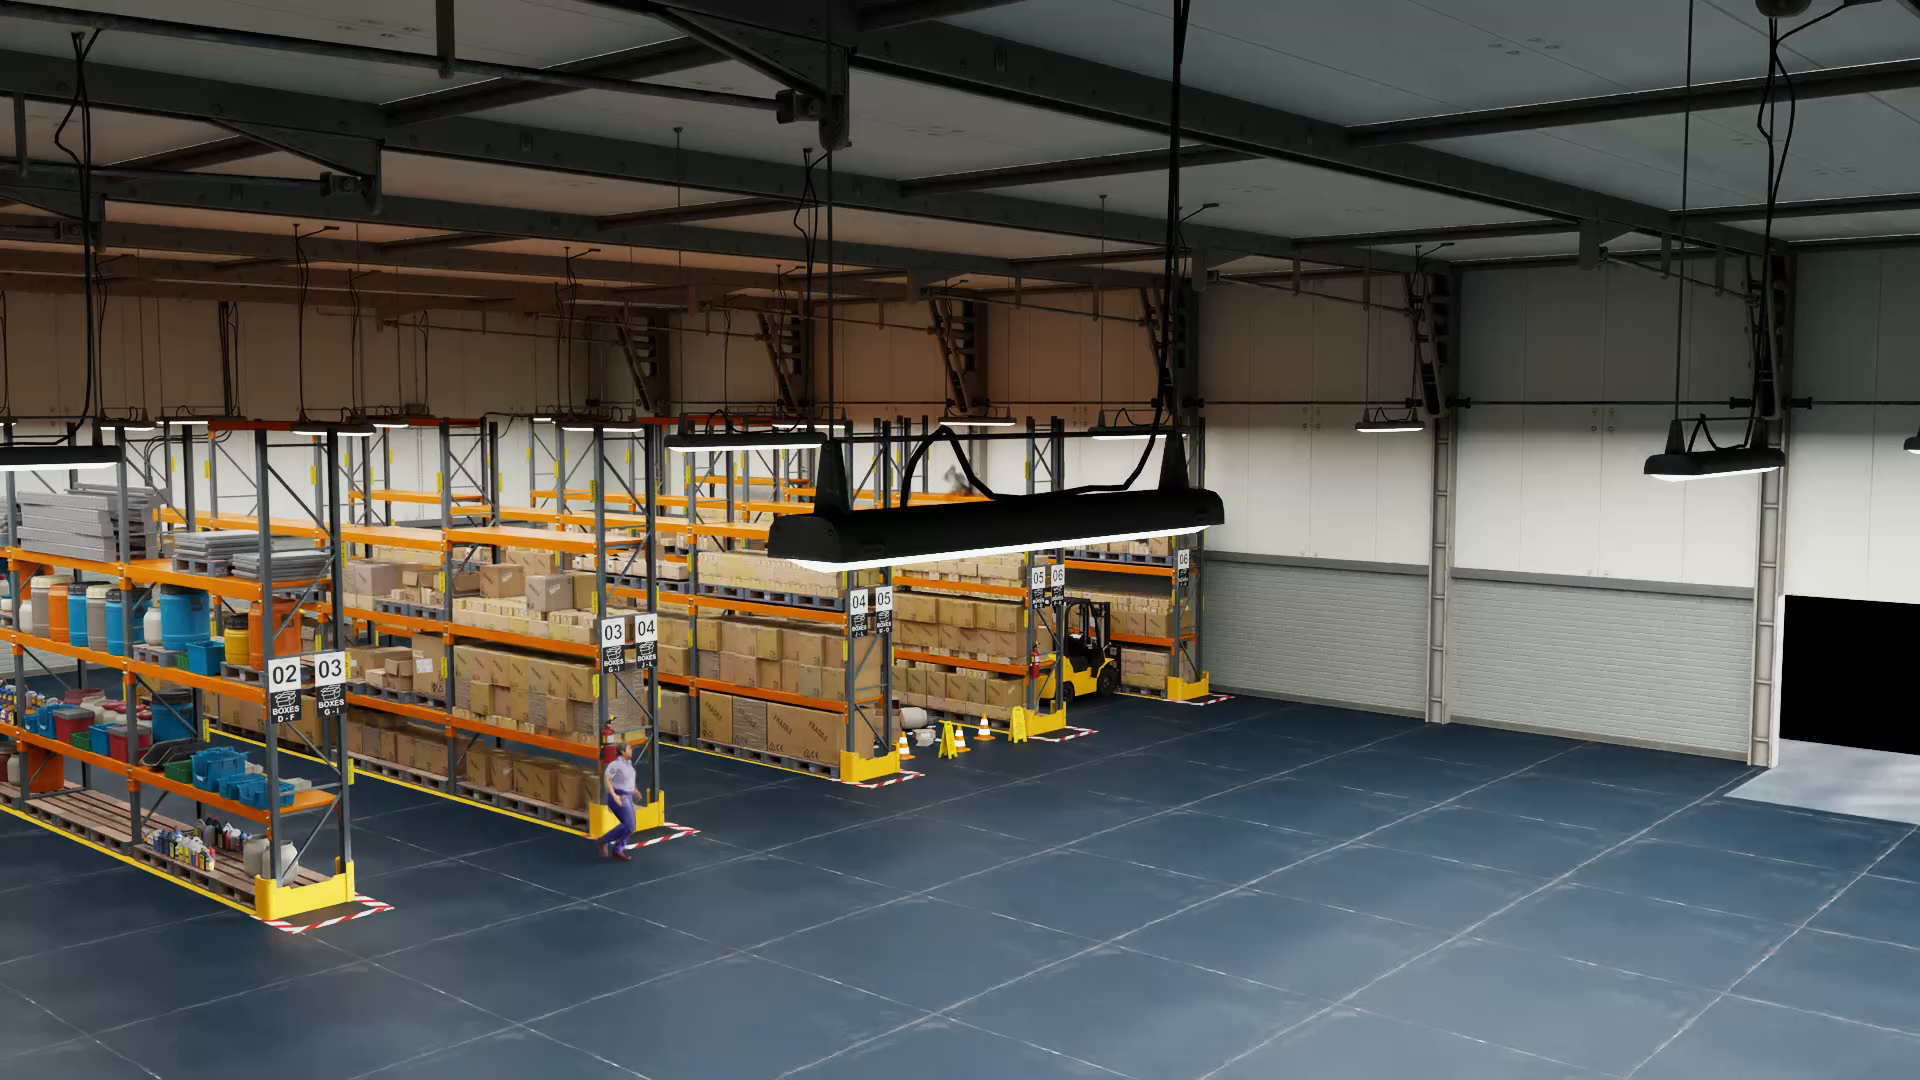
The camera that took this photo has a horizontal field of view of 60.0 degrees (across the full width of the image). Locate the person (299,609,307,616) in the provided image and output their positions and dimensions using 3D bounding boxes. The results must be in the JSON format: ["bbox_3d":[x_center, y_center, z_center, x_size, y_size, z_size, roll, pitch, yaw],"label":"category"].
[{"bbox_3d":[-14.879,2.375,37.328,0.784,1.731,0.962,-1,5,-12],"label":"person"}]

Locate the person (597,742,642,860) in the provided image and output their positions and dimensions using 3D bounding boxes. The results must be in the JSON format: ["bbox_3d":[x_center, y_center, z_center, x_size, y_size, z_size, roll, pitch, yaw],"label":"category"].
[{"bbox_3d":[-4.723,3.623,23.146,0.527,1.582,0.679,1,5,7],"label":"person"}]

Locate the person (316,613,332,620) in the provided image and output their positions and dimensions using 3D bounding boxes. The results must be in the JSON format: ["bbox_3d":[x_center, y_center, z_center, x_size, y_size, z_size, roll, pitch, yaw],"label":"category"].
[{"bbox_3d":[-14.878,2.317,38.787,0.570,1.600,0.532,2,5,18],"label":"person"}]
